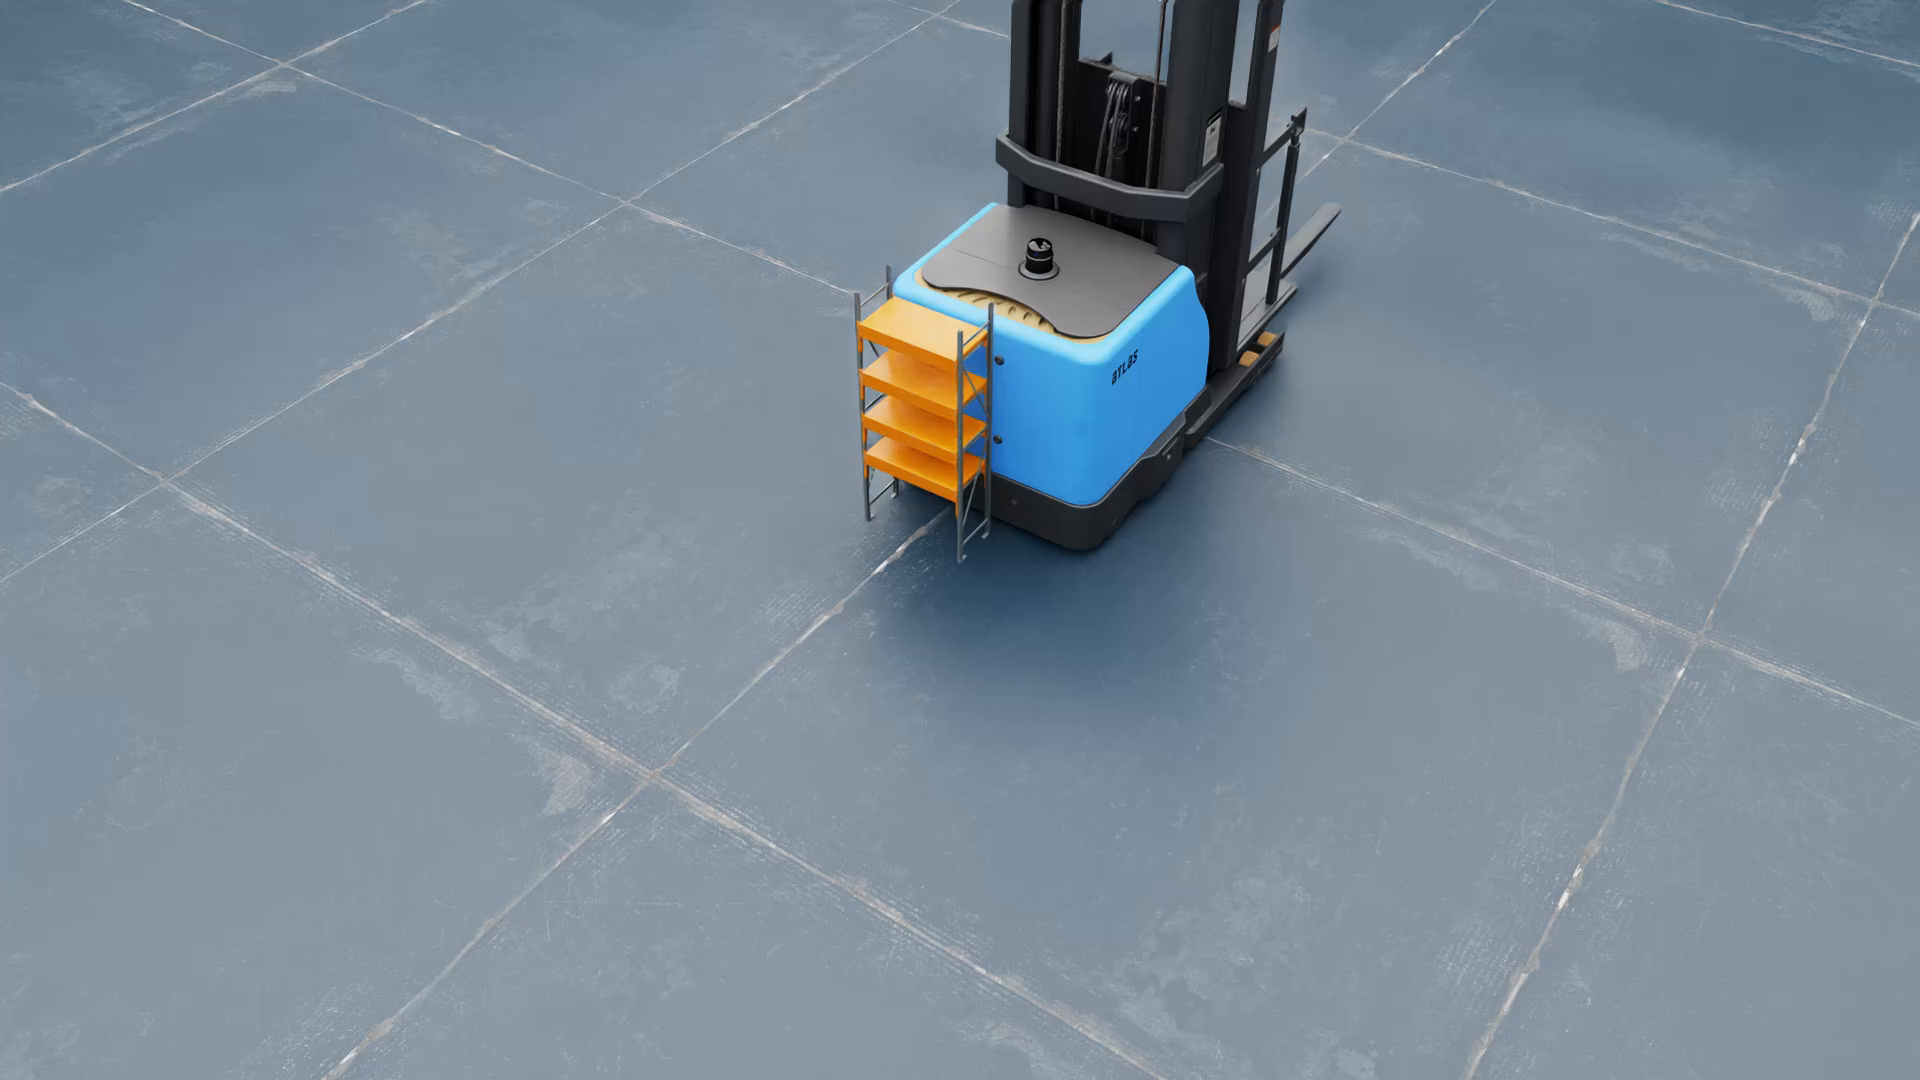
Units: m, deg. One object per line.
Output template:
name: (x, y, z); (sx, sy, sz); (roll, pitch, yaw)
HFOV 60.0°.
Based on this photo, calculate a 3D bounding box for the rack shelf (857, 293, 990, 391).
rack shelf: (-0.143, -0.797, 6.651); (0.480, 0.148, 0.258); (24, 47, 24)

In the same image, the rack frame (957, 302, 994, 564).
rack frame: (0.061, -0.415, 6.814); (0.015, 1.200, 0.240); (24, 47, 24)

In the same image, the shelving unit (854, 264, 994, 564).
shelving unit: (-0.143, -0.504, 6.913); (0.503, 1.200, 0.258); (24, 47, 24)

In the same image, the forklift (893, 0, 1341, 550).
forklift: (0.937, -2.002, 7.290); (1.130, 2.935, 3.031); (24, 47, 24)

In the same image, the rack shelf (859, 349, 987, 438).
rack shelf: (-0.143, -0.620, 6.809); (0.480, 0.148, 0.258); (24, 47, 24)

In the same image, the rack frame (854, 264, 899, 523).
rack frame: (-0.347, -0.593, 7.013); (0.015, 1.200, 0.240); (24, 47, 24)

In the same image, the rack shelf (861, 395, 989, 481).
rack shelf: (-0.143, -0.454, 6.958); (0.480, 0.148, 0.258); (24, 47, 24)

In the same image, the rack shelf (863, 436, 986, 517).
rack shelf: (-0.143, -0.306, 7.091); (0.480, 0.148, 0.258); (24, 47, 24)
